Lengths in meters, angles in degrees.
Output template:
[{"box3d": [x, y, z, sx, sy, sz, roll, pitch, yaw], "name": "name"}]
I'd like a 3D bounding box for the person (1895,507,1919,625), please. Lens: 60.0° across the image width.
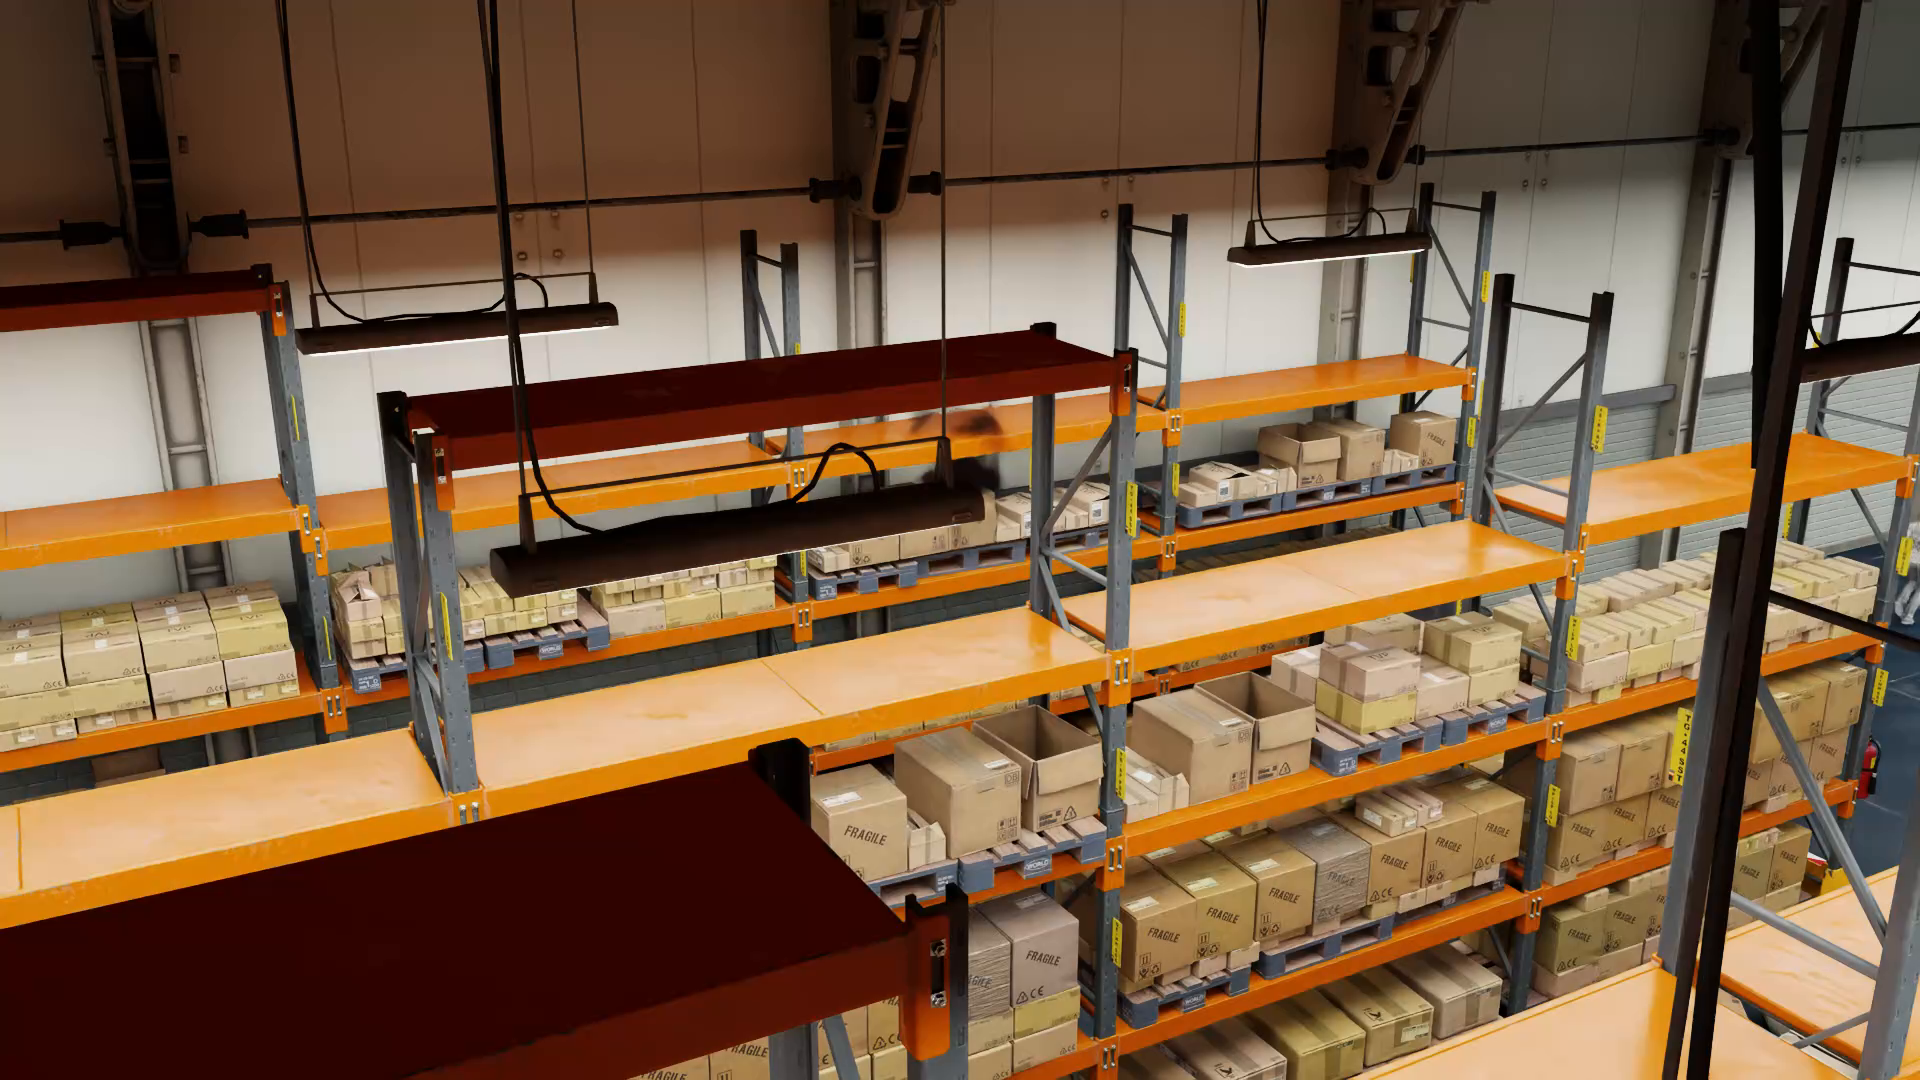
[{"box3d": [12.694, 0.293, 21.973, 0.569, 1.660, 0.597, -14, 23, -37], "name": "person"}]
